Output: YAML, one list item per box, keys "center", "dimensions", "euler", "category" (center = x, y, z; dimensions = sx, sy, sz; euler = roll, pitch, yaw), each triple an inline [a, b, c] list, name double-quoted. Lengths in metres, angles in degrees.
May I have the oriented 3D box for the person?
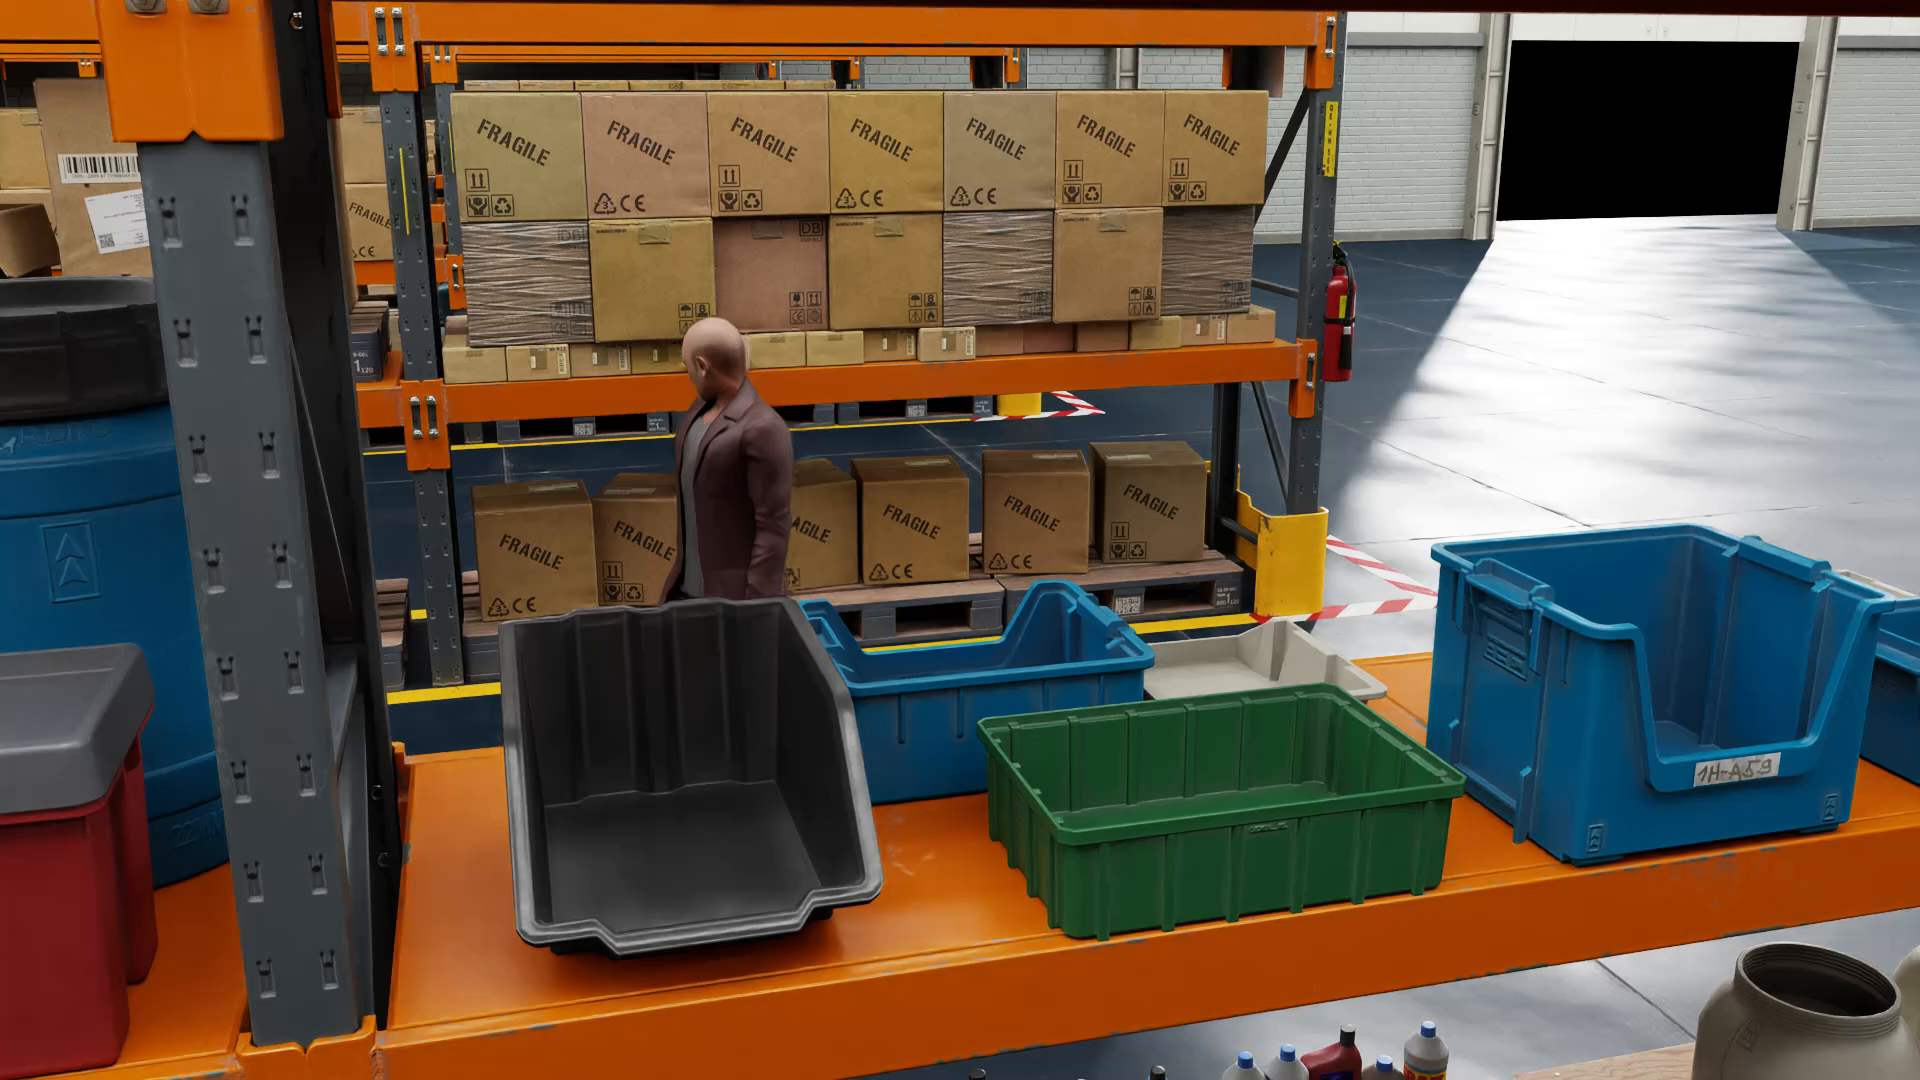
- center: [-0.724, 0.153, 5.447]
  dimensions: [0.674, 1.772, 0.649]
  euler: [-13, 20, -38]
  category: "person"
